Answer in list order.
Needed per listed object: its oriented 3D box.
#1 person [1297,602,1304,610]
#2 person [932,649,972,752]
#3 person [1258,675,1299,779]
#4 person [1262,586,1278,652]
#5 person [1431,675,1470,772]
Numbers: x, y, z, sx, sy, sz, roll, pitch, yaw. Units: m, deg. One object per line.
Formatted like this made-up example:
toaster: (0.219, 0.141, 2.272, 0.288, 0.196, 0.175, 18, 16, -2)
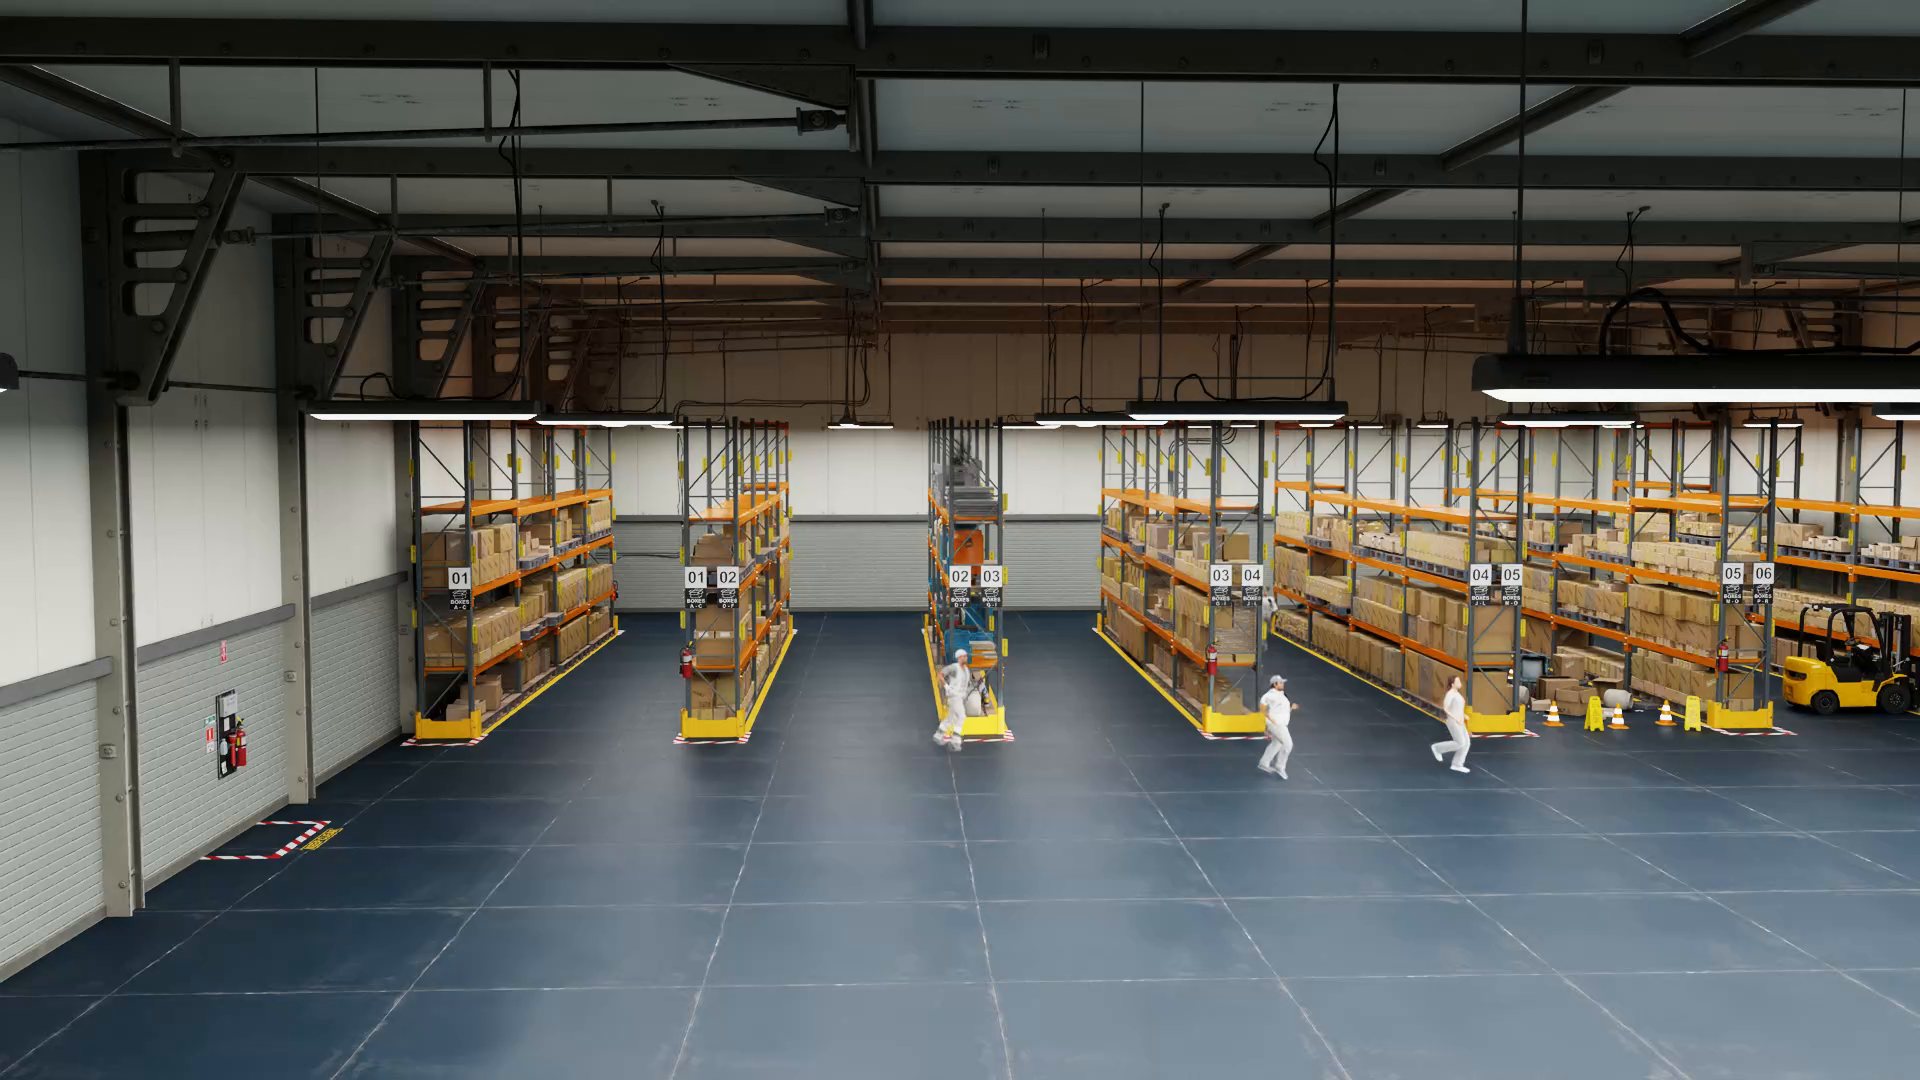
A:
person: (10.145, 1.752, 48.880, 0.572, 1.565, 0.615, 4, 5, 44)
person: (-0.107, 2.890, 30.153, 0.721, 1.836, 0.696, 2, 4, 28)
person: (5.278, 3.101, 27.607, 0.685, 1.718, 0.582, 2, 4, 23)
person: (8.017, 2.044, 43.568, 0.607, 1.705, 0.810, 0, 4, 4)
person: (8.311, 3.087, 28.100, 0.636, 1.631, 0.572, 2, 4, 33)
